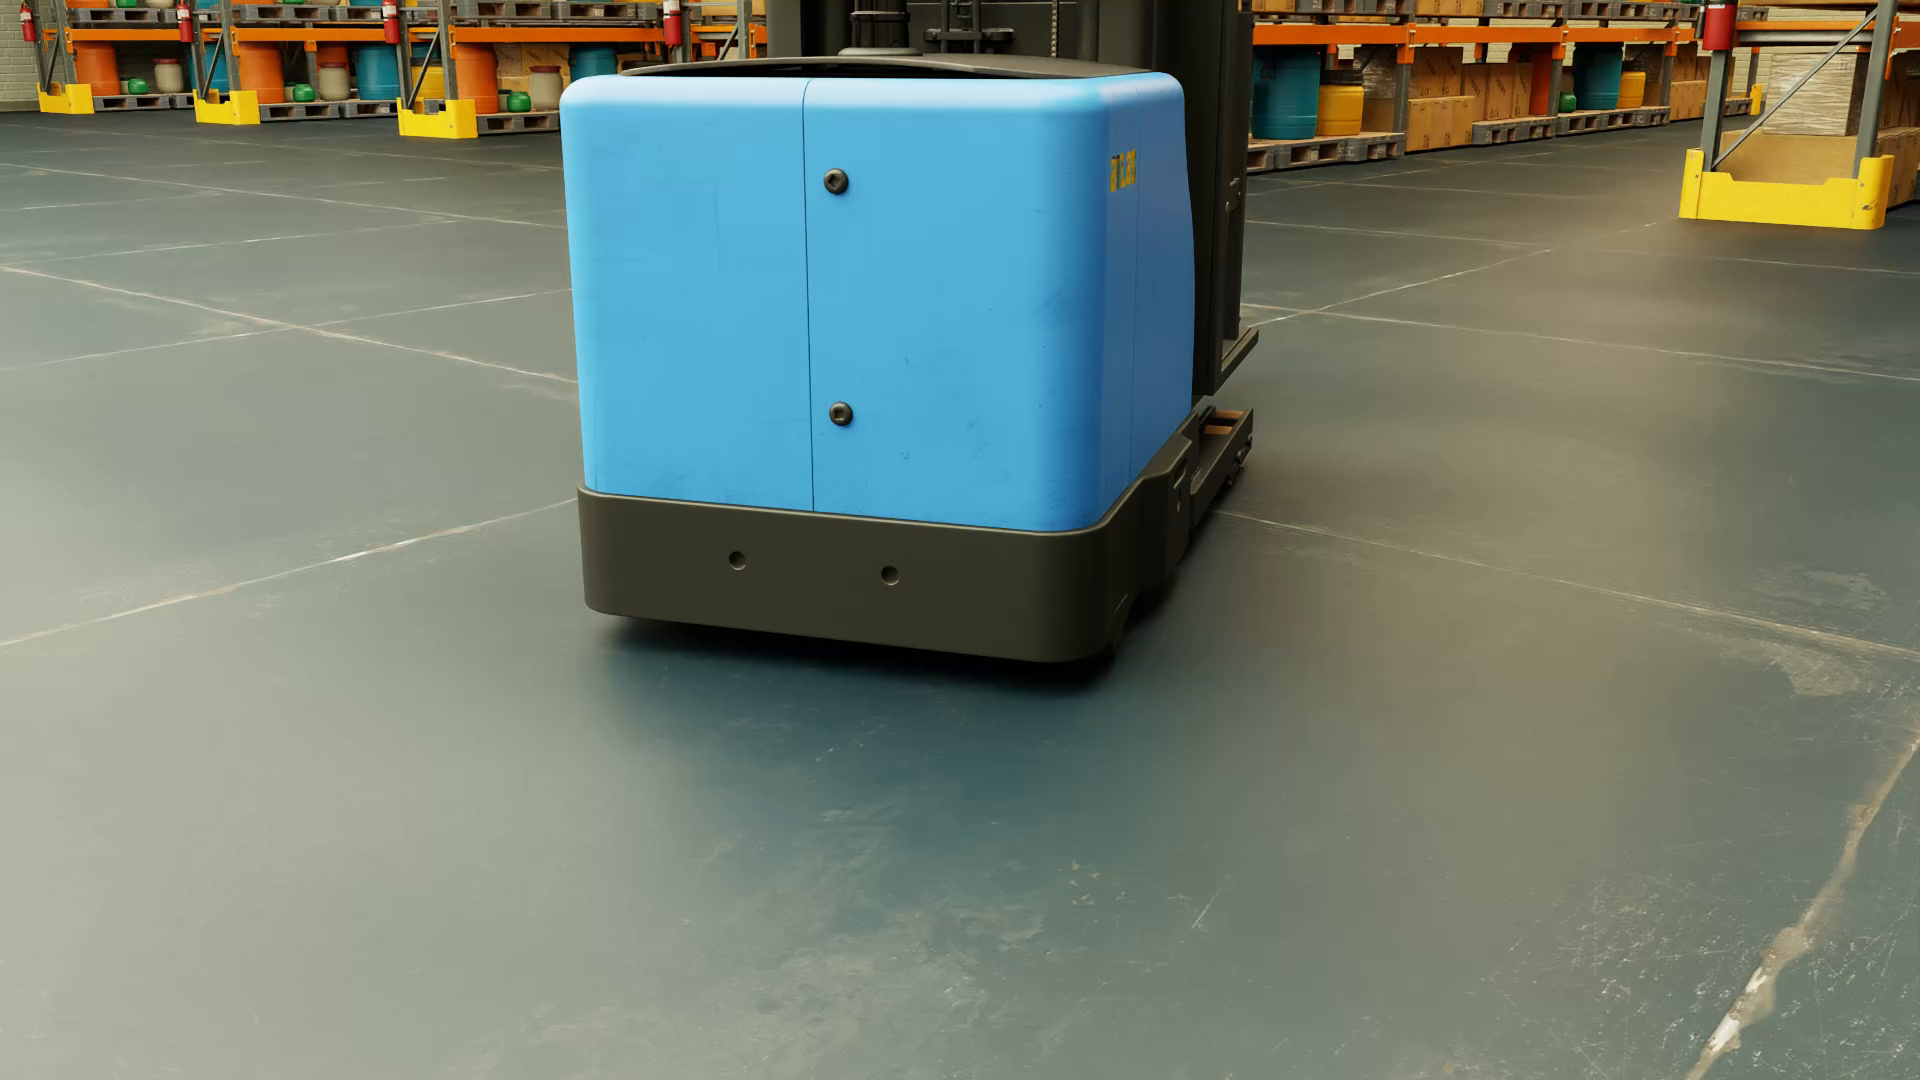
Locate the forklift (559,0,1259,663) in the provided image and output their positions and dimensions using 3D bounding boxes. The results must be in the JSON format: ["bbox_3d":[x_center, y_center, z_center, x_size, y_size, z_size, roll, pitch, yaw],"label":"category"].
[{"bbox_3d":[0.182,-1.571,4.072,1.130,2.935,3.031,5,18,17],"label":"forklift"}]
